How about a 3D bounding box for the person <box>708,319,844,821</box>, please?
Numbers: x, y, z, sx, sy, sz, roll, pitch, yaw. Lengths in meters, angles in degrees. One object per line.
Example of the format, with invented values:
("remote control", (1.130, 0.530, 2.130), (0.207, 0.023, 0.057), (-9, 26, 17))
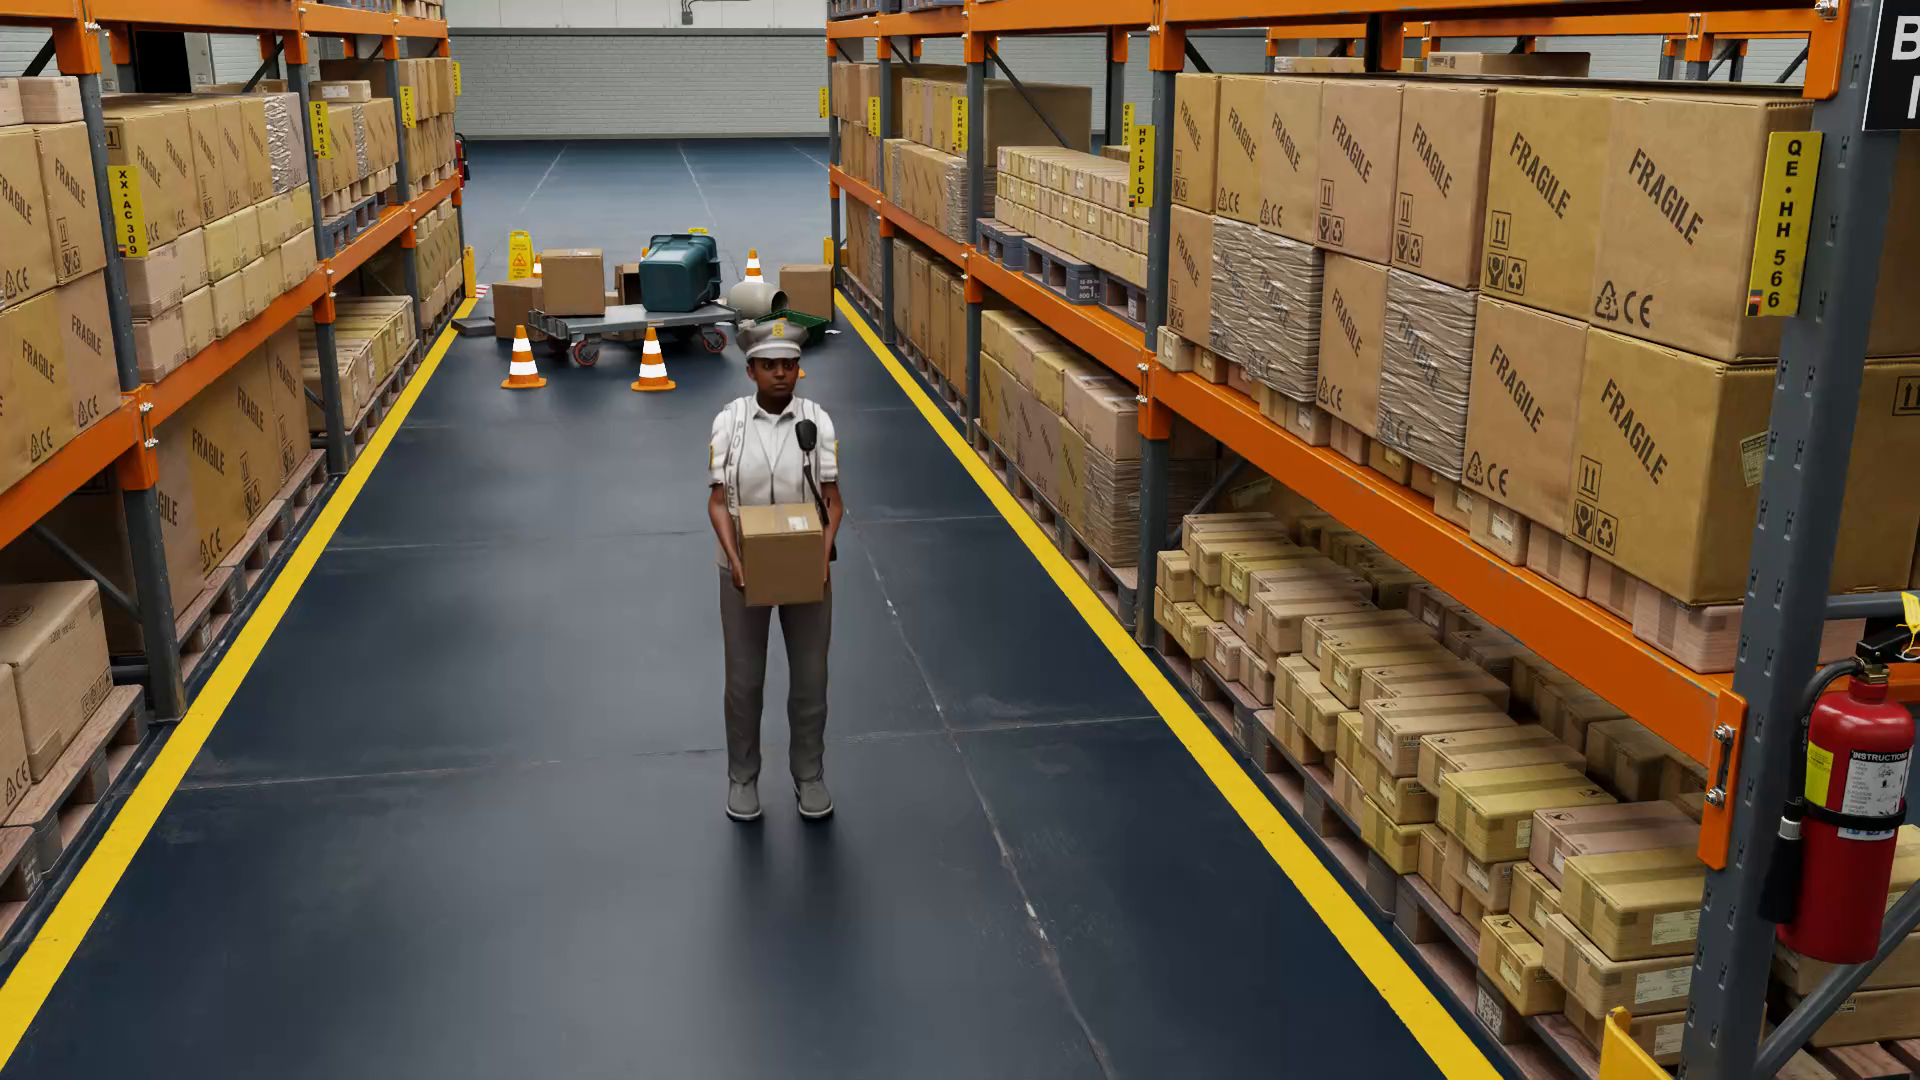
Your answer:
("person", (-0.607, 0.114, 5.586), (0.455, 1.697, 0.530), (-3, 17, -11))
